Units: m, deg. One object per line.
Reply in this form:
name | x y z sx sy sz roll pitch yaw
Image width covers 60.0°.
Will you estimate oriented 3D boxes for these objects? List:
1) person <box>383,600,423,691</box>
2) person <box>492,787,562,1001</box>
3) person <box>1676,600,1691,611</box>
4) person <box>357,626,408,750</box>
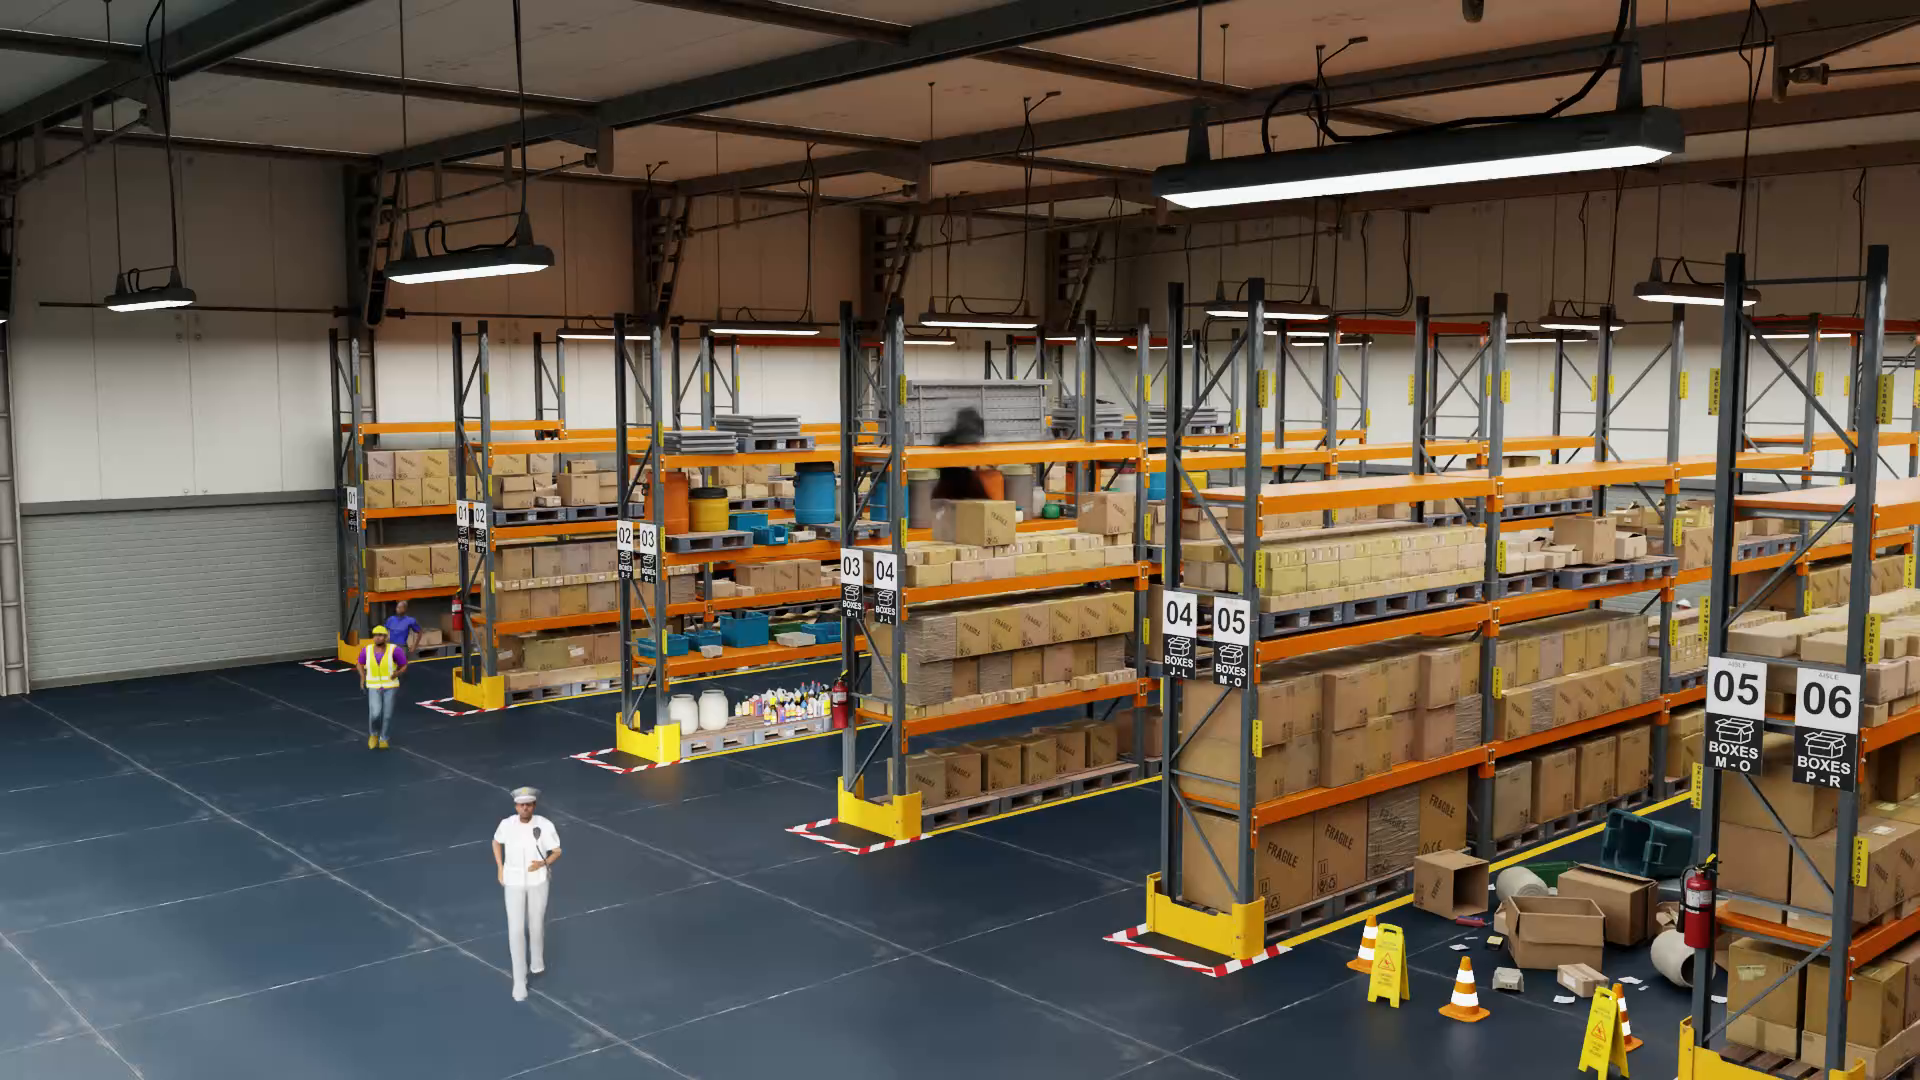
person | -8.871 1.764 26.298 0.650 1.600 0.885 1 6 7
person | -3.662 2.931 14.091 0.583 1.744 0.763 -1 6 -12
person | 11.049 1.781 25.512 0.597 1.738 0.668 -5 8 -42
person | -7.938 2.037 22.854 0.674 1.732 0.628 -2 6 -15
